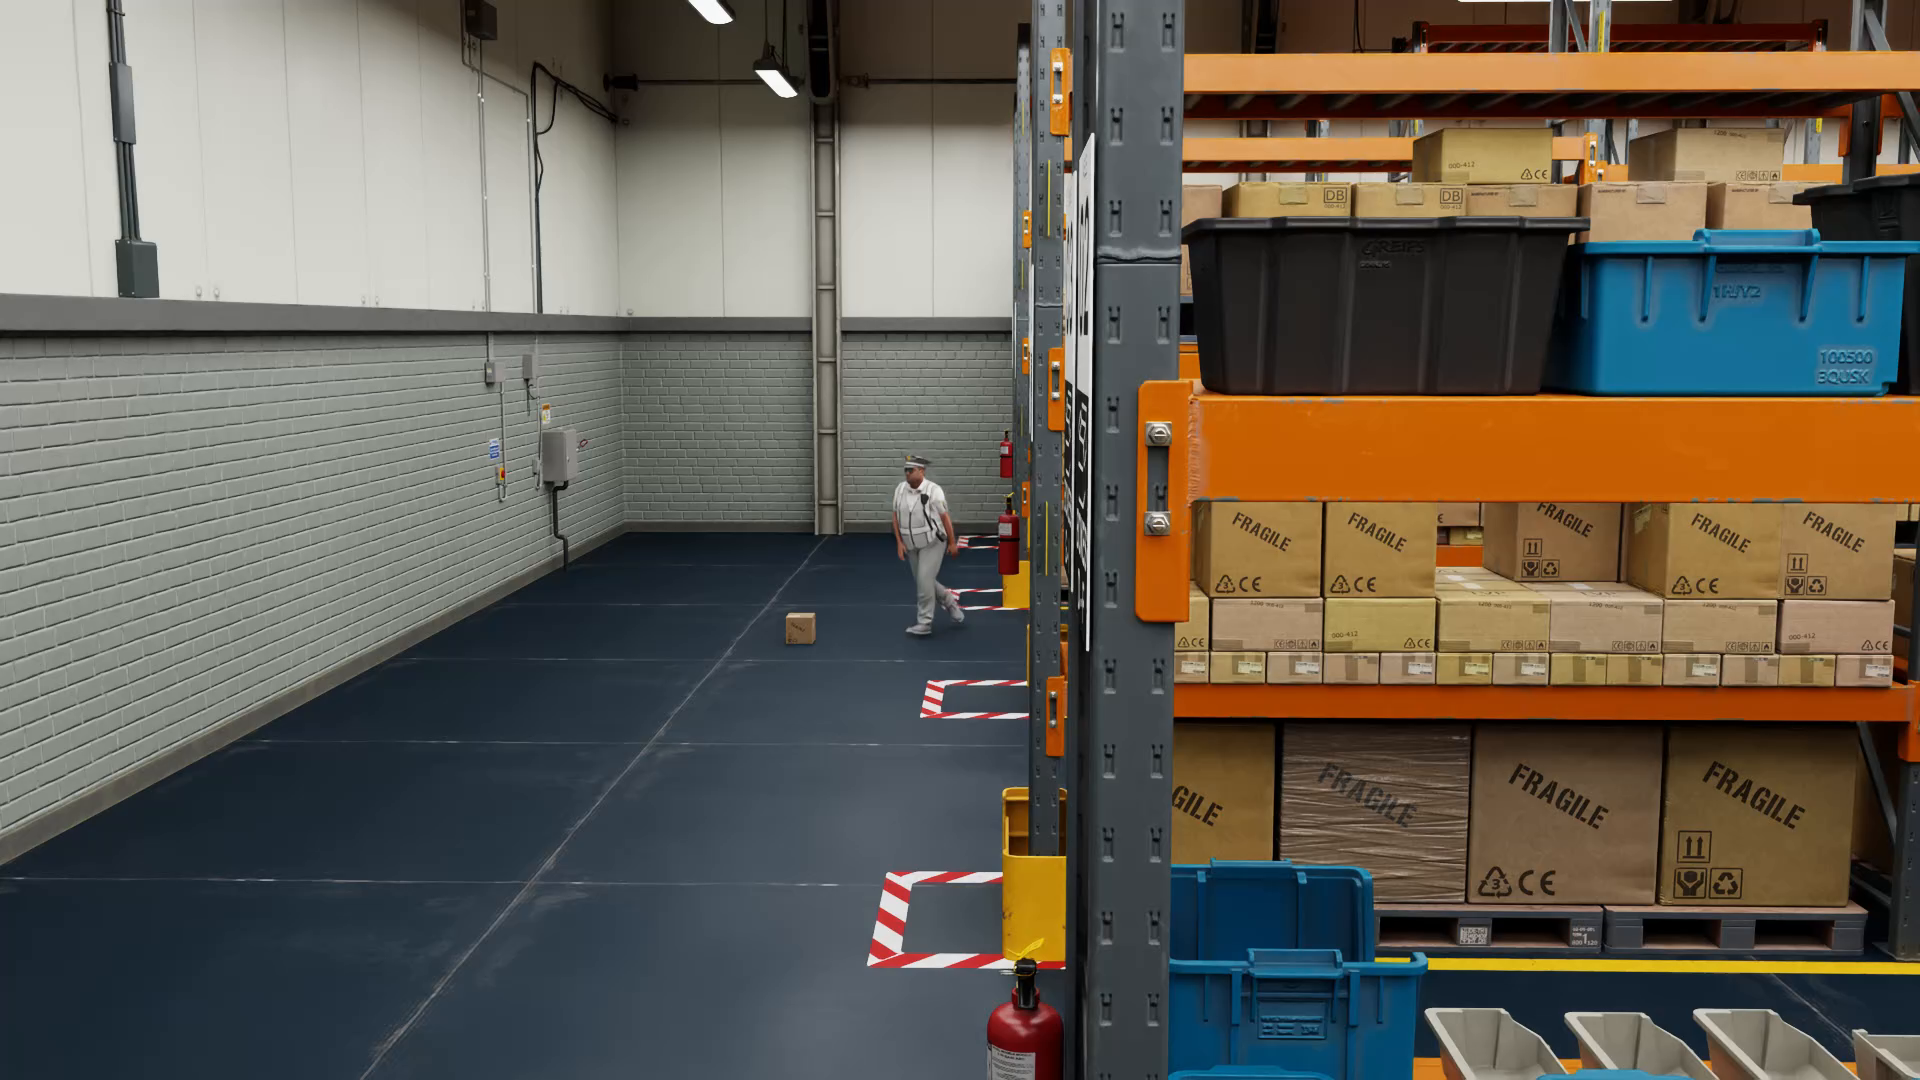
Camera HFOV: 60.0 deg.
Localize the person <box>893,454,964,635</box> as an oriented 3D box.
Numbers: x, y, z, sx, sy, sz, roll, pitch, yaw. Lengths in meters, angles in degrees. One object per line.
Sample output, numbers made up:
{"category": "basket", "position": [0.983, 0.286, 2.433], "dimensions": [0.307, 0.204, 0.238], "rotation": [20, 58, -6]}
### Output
{"category": "person", "position": [-0.338, 0.018, 16.075], "dimensions": [0.576, 1.724, 0.893], "rotation": [4, 8, 30]}
